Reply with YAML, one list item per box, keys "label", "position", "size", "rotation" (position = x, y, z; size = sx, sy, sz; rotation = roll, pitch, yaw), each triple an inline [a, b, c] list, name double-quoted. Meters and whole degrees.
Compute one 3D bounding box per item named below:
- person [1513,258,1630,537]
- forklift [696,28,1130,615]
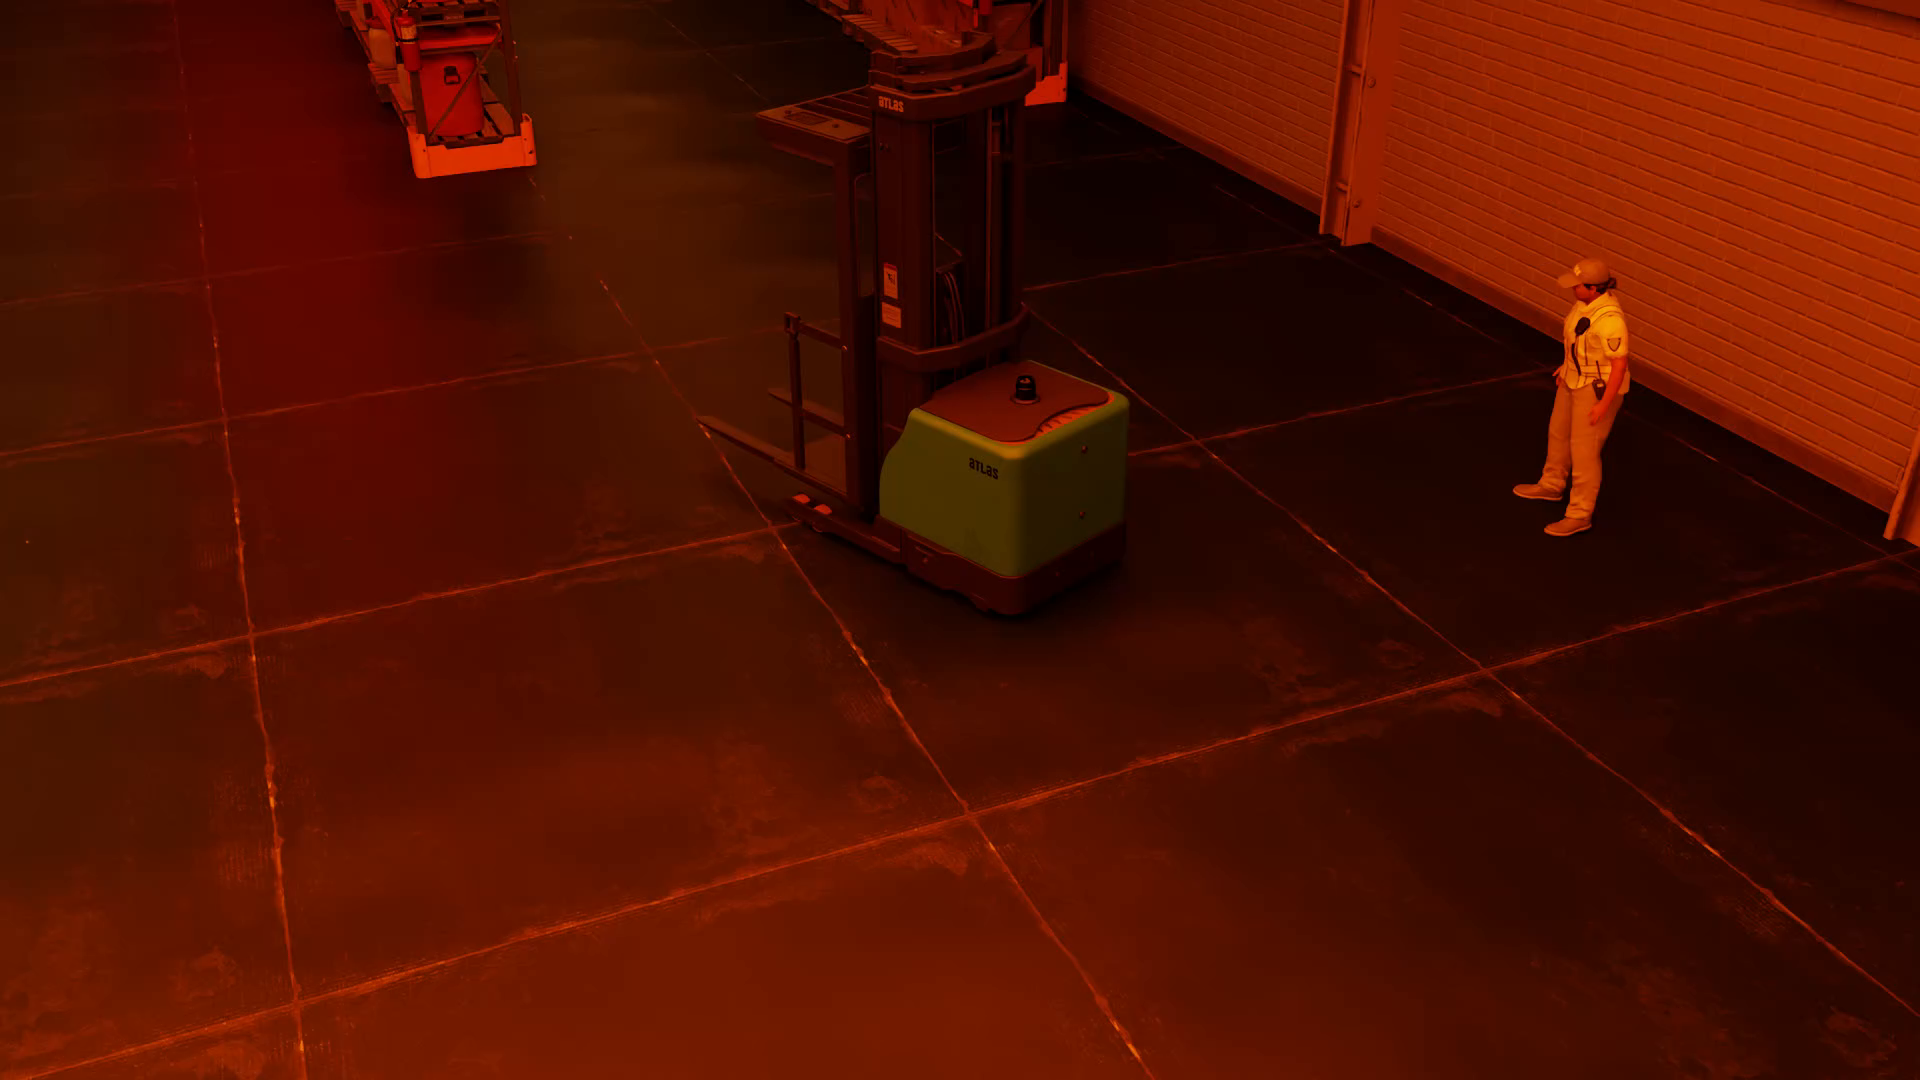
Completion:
- label: "person"
  position: [3.728, -0.892, 9.966]
  size: [0.505, 1.666, 0.653]
  rotation: [0, 30, 0]
- label: "forklift"
  position: [-0.436, -1.483, 9.714]
  size: [3.031, 2.935, 1.130]
  rotation: [26, 39, 37]
